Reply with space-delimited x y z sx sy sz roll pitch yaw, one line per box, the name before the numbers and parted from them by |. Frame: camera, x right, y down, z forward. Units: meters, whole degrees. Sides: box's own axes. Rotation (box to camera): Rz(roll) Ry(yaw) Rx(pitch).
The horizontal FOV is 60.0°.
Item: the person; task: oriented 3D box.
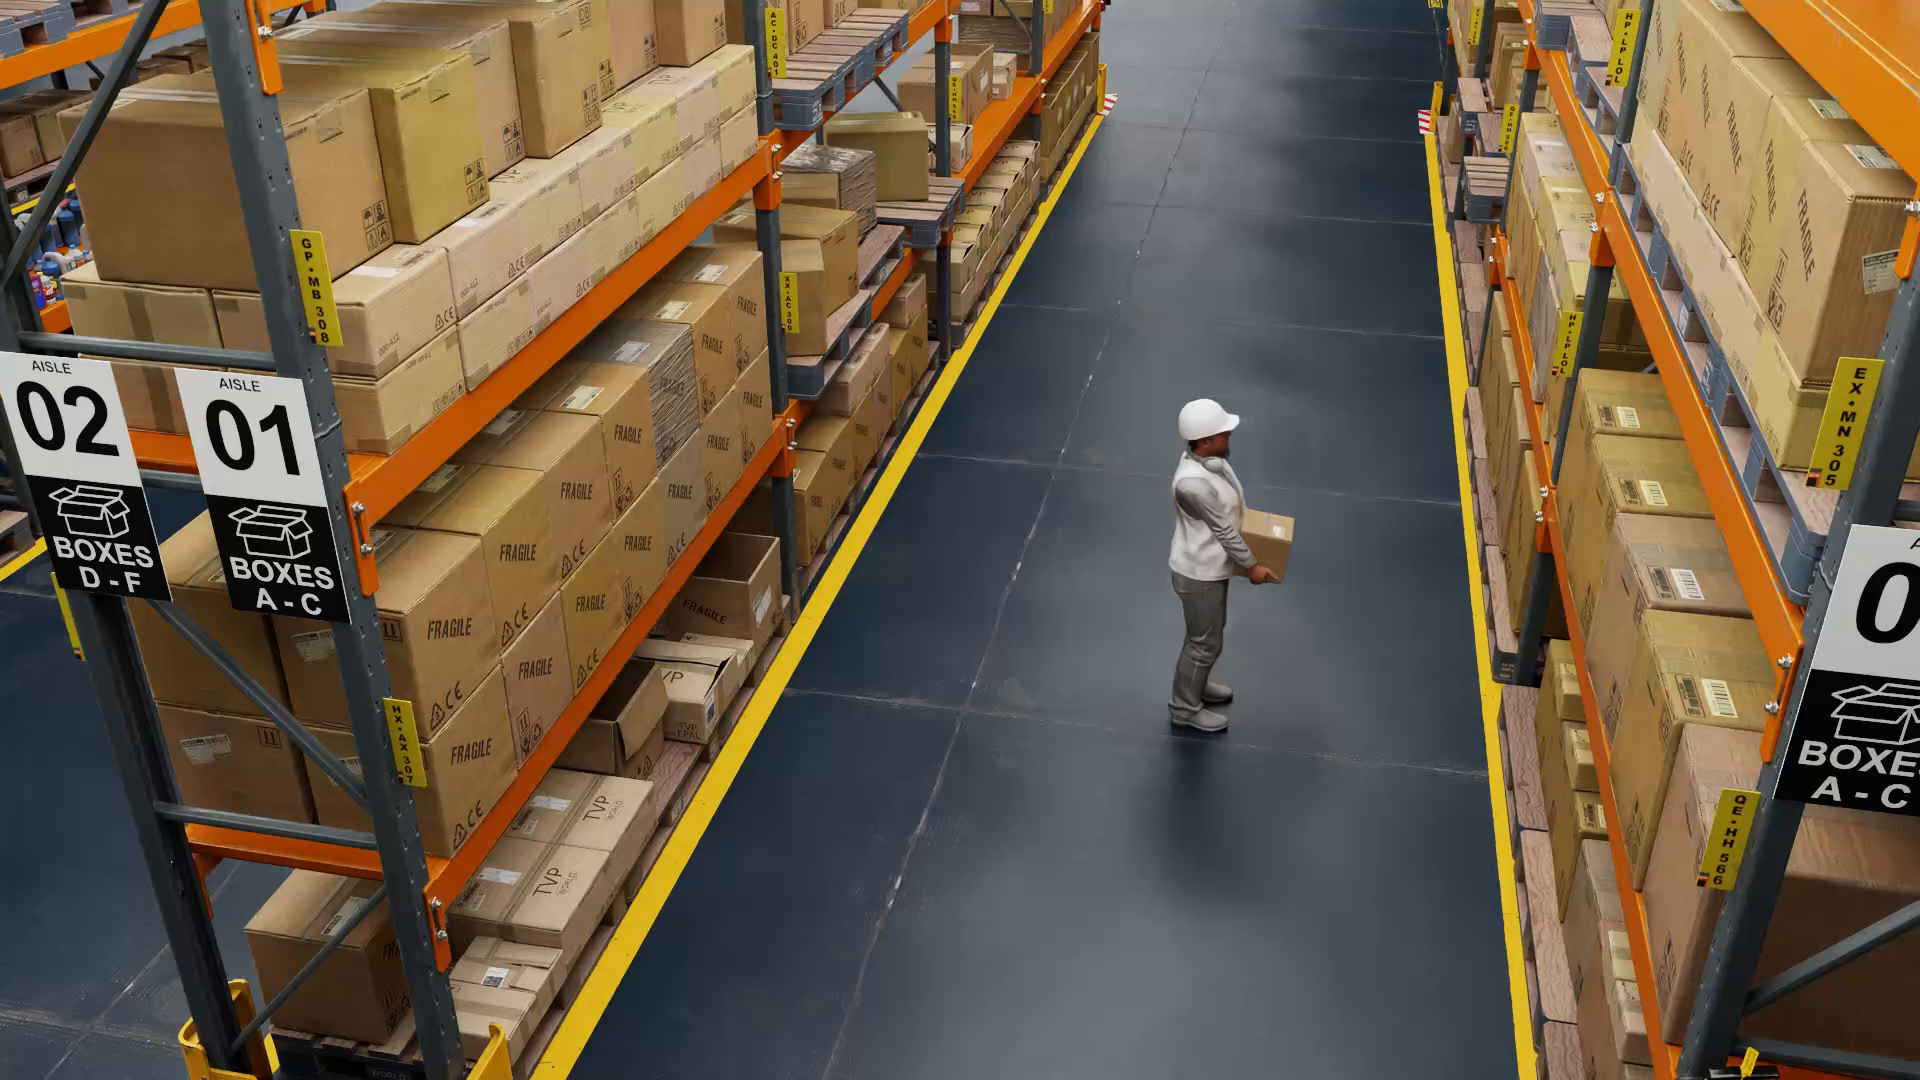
person | 1.327 0.122 8.379 0.550 1.762 0.494 6 29 12
